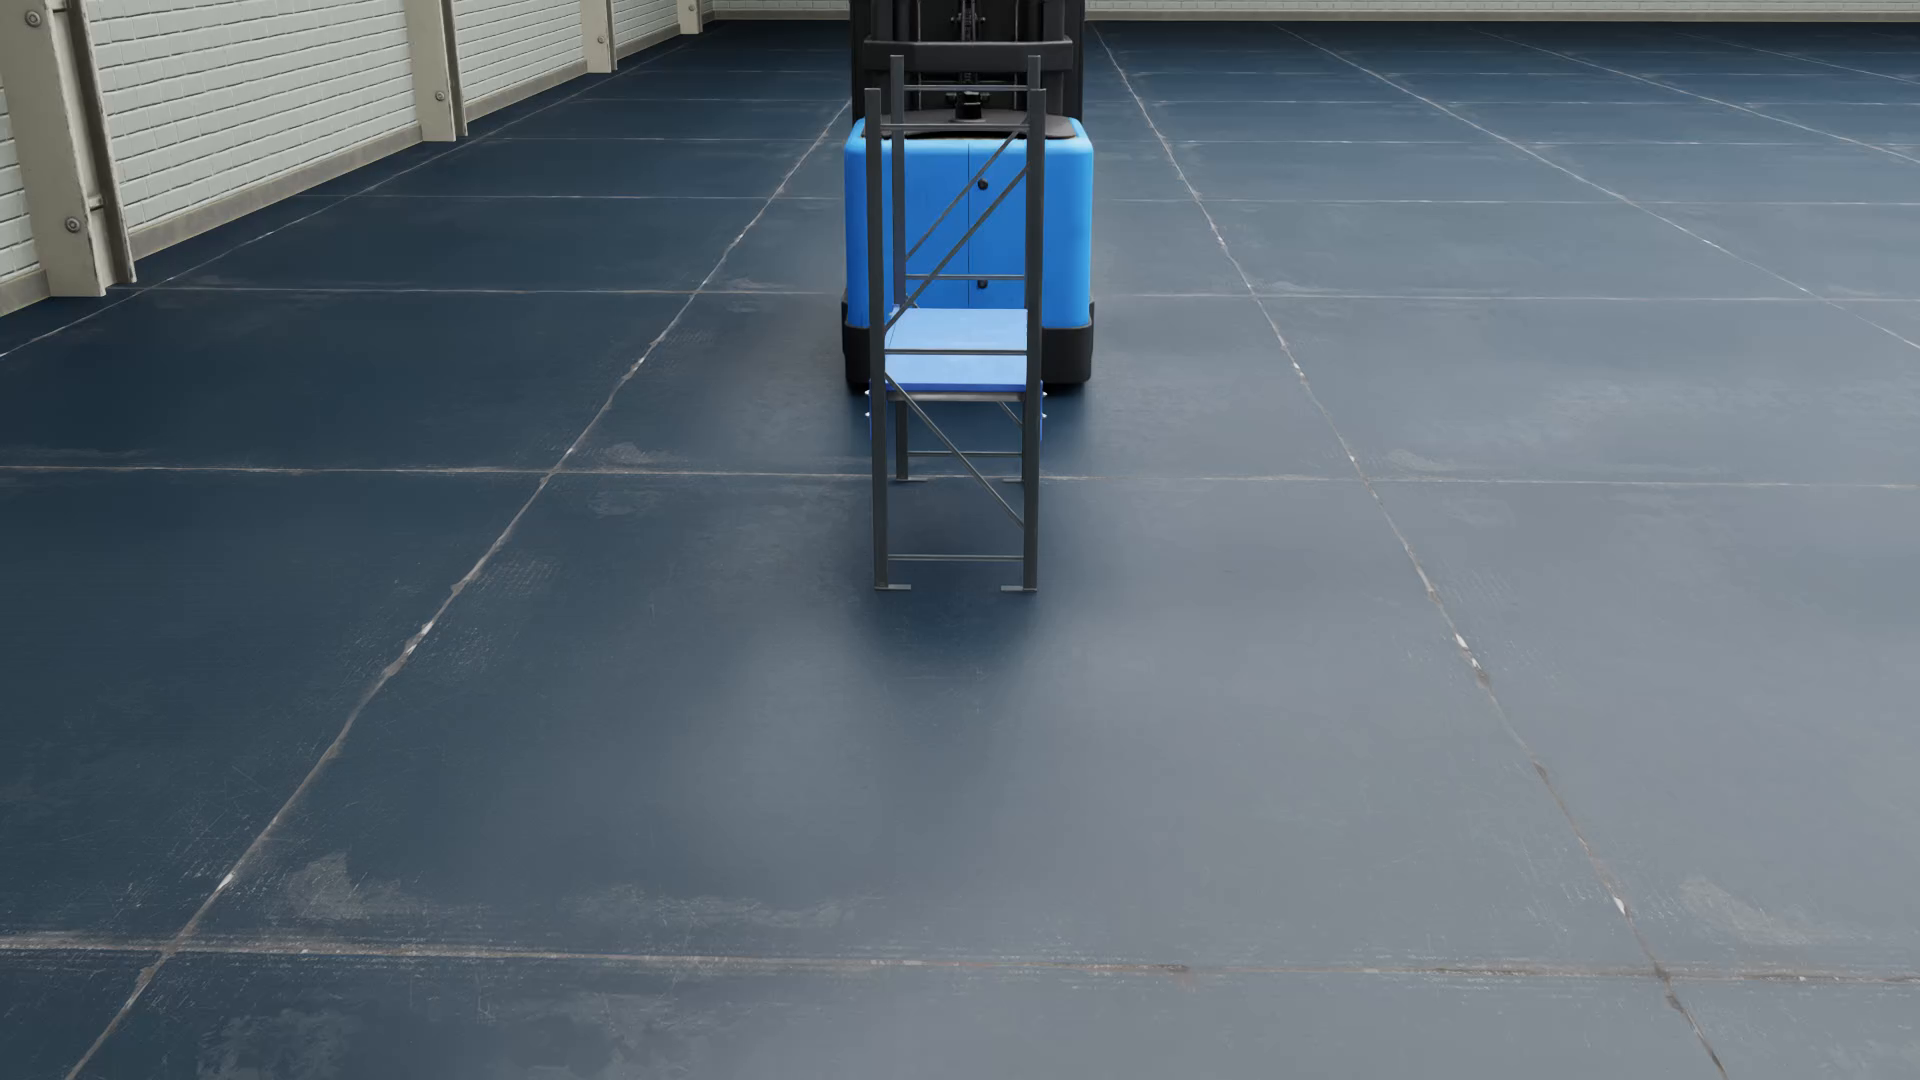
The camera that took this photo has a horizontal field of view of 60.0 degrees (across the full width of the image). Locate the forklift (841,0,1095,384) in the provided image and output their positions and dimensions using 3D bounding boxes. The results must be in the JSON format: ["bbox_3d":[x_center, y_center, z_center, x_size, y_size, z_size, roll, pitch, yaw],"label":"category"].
[{"bbox_3d":[0.033,-2.508,7.940,1.130,2.935,3.031,0,21,0],"label":"forklift"}]

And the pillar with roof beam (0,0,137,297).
[{"bbox_3d":[-0.432,-5.521,7.319,9.100,9.000,0.400,1,21,2],"label":"pillar with roof beam"}]

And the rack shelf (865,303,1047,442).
[{"bbox_3d":[0.003,-0.562,5.402,0.538,0.185,1.000,1,21,2],"label":"rack shelf"}]

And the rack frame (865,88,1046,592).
[{"bbox_3d":[-0.013,-0.546,4.863,0.500,1.500,0.032,1,21,2],"label":"rack frame"}]

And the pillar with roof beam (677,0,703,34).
[{"bbox_3d":[0.116,-12.030,24.092,9.100,9.000,0.400,1,21,2],"label":"pillar with roof beam"}]

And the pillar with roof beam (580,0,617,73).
[{"bbox_3d":[-0.067,-9.860,18.501,9.100,9.000,0.400,1,21,2],"label":"pillar with roof beam"}]

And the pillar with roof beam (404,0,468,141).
[{"bbox_3d":[-0.249,-7.691,12.910,9.100,9.000,0.400,1,21,2],"label":"pillar with roof beam"}]

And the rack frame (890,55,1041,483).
[{"bbox_3d":[0.018,-0.914,5.811,0.500,1.500,0.032,1,21,2],"label":"rack frame"}]

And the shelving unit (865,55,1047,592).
[{"bbox_3d":[0.003,-0.730,5.337,0.538,1.500,1.048,1,21,2],"label":"shelving unit"}]
